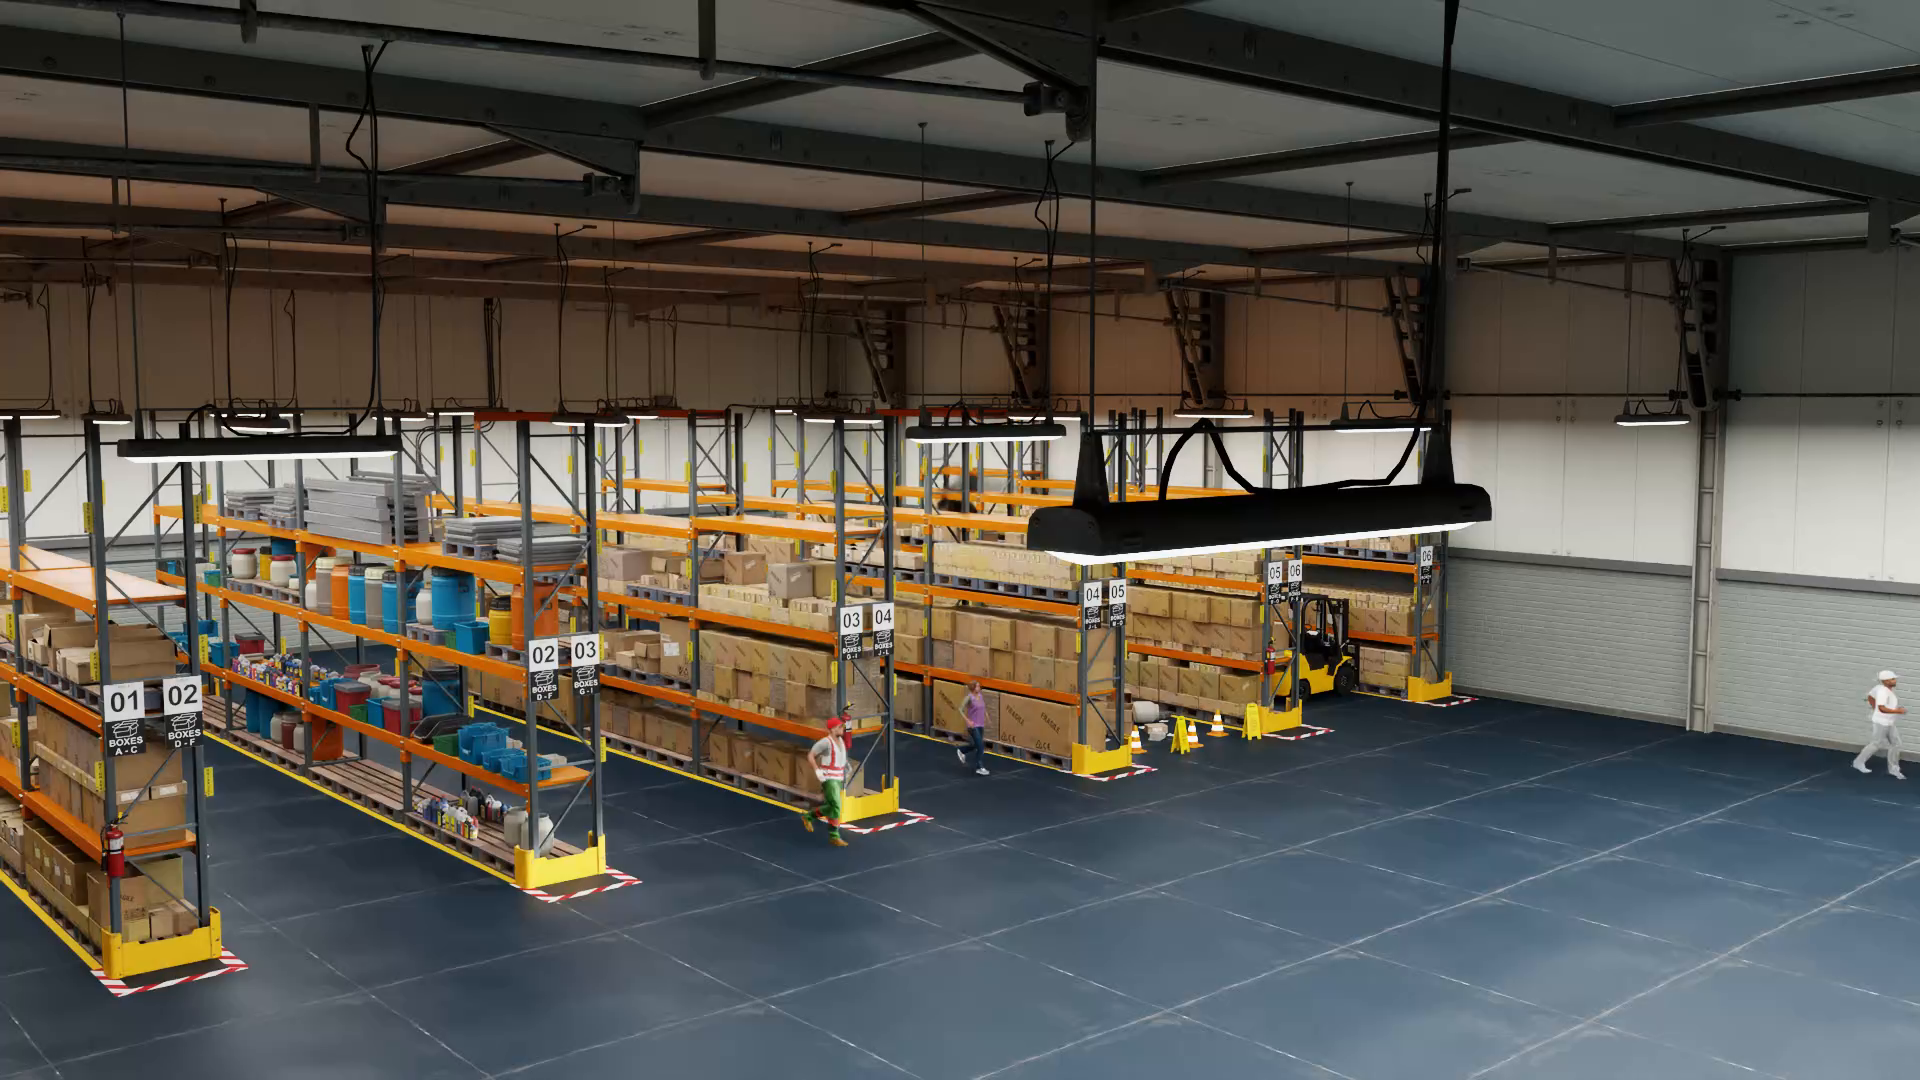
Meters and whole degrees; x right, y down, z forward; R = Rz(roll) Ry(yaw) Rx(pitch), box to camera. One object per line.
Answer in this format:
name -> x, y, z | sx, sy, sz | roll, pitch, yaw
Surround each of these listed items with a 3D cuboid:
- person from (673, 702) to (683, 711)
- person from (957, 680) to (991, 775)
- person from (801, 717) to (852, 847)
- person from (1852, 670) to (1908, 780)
person -> -5.195, 2.656, 32.035 | 0.781, 1.757, 0.698 | 5, 7, 42
person -> 0.200, 3.107, 27.804 | 0.738, 1.570, 0.569 | 4, 6, 39
person -> -1.848, 3.393, 23.587 | 0.878, 1.754, 0.709 | 3, 6, 31
person -> 15.202, 3.045, 27.429 | 0.798, 1.816, 0.676 | 4, 7, 40
